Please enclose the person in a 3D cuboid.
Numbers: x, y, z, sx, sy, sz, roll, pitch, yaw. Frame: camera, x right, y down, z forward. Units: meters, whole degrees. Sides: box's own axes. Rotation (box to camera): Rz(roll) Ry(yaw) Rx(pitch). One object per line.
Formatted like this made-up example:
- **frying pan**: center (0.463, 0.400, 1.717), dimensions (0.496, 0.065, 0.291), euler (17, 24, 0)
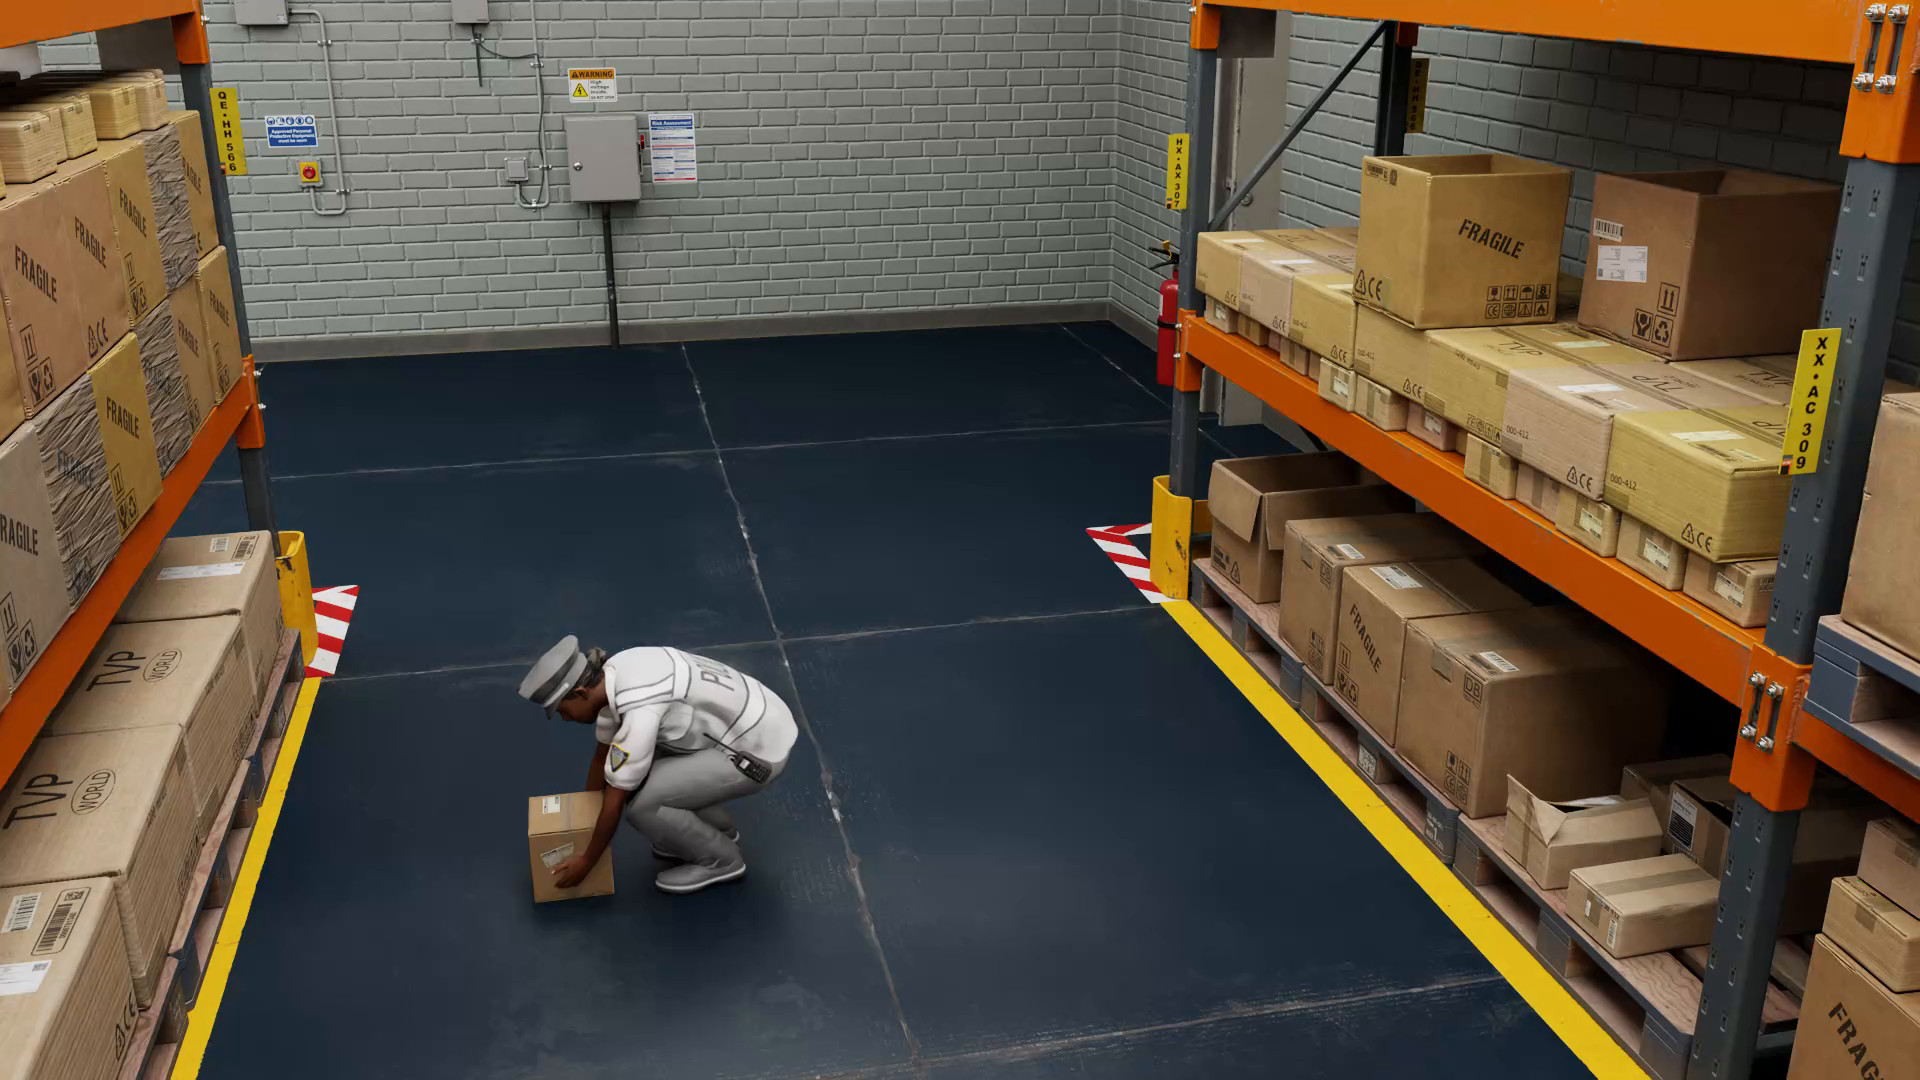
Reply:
- **person**: center (-0.953, 0.684, 5.343), dimensions (0.864, 0.877, 0.472), euler (-5, 20, -12)
